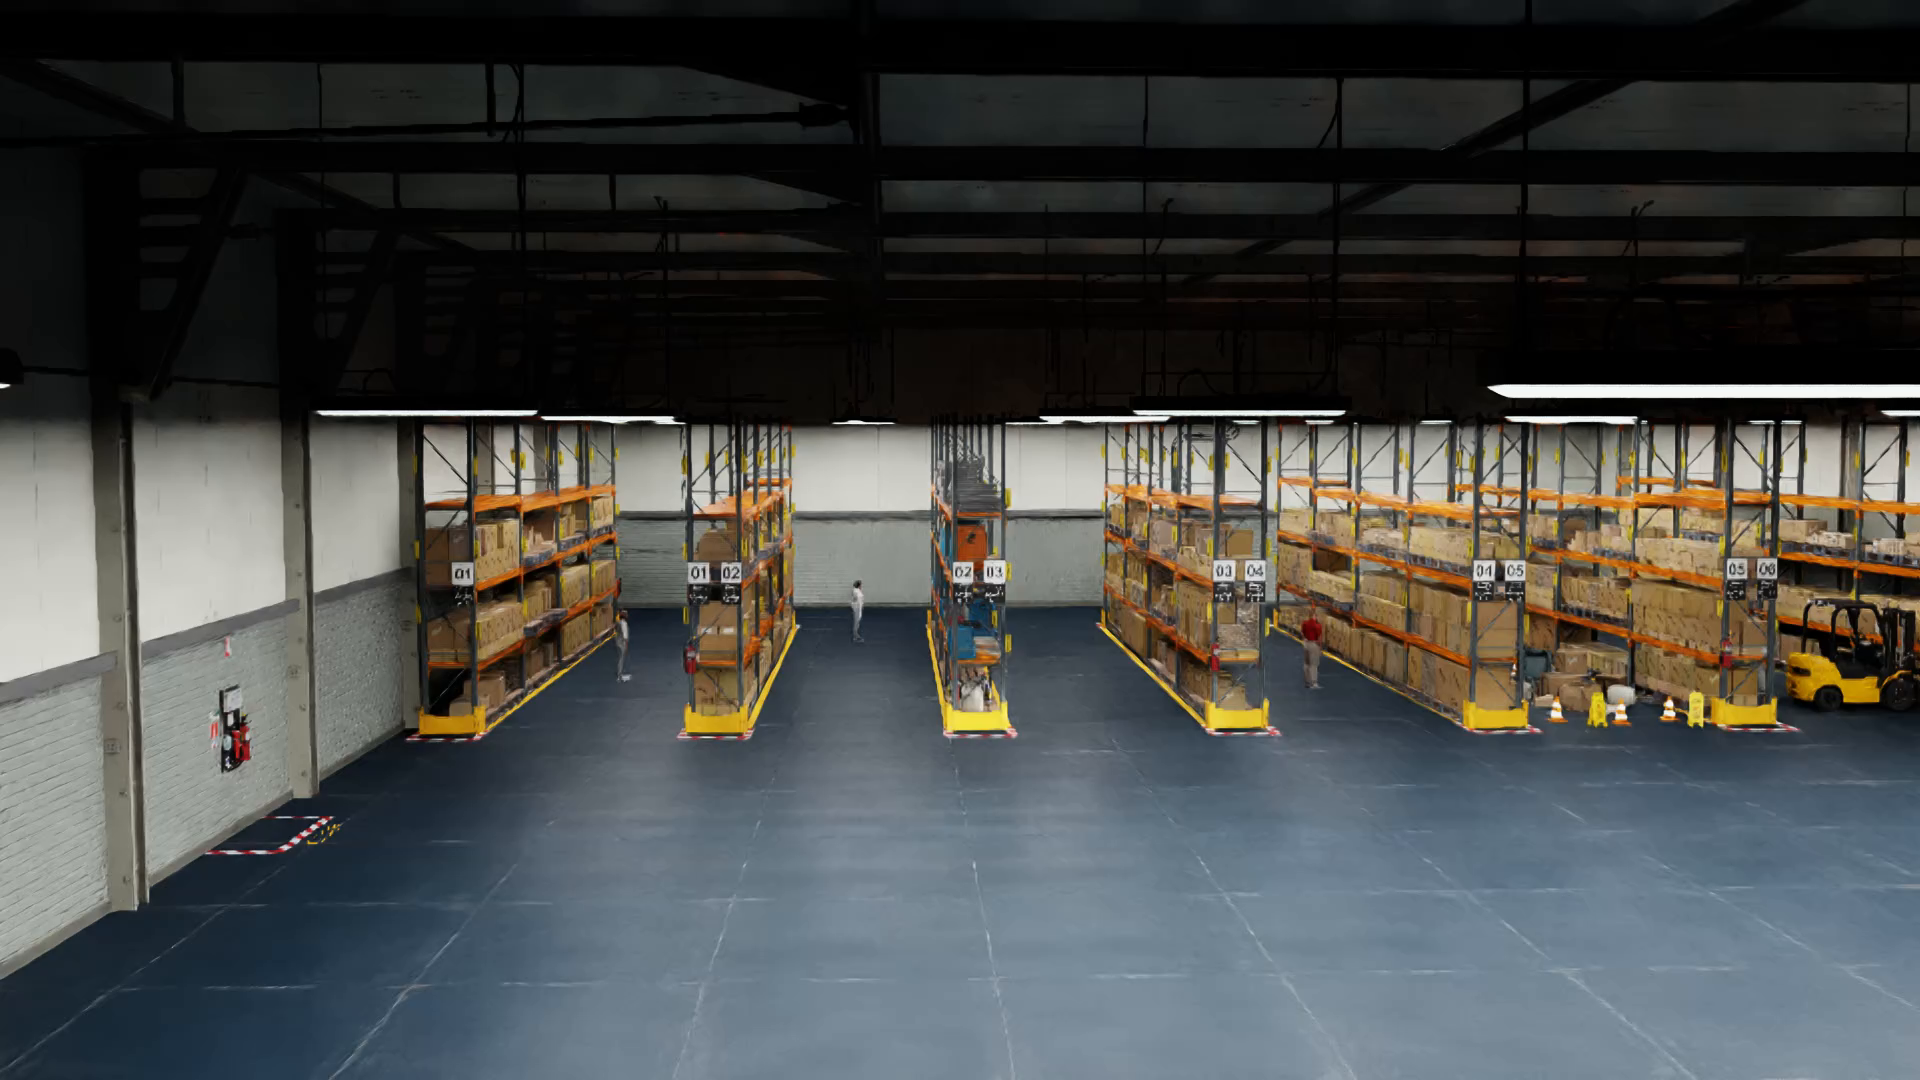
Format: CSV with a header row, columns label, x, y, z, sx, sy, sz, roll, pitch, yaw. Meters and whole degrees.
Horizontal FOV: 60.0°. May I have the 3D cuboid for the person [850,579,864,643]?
label,x,y,z,sx,sy,sz,roll,pitch,yaw
person,-2.689,1.869,44.122,0.434,1.683,0.554,-2,4,-23

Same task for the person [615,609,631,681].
label,x,y,z,sx,sy,sz,roll,pitch,yaw
person,-7.566,2.378,37.450,0.419,1.568,0.504,-2,4,-30

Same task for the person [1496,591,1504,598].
label,x,y,z,sx,sy,sz,roll,pitch,yaw
person,13.358,2.079,41.220,0.560,1.655,0.611,1,4,19

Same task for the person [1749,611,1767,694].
label,x,y,z,sx,sy,sz,roll,pitch,yaw
person,17.068,2.405,35.695,0.504,1.759,0.588,2,4,26

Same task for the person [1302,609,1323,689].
label,x,y,z,sx,sy,sz,roll,pitch,yaw
person,7.736,2.371,36.378,0.457,1.733,0.593,-2,5,-32
